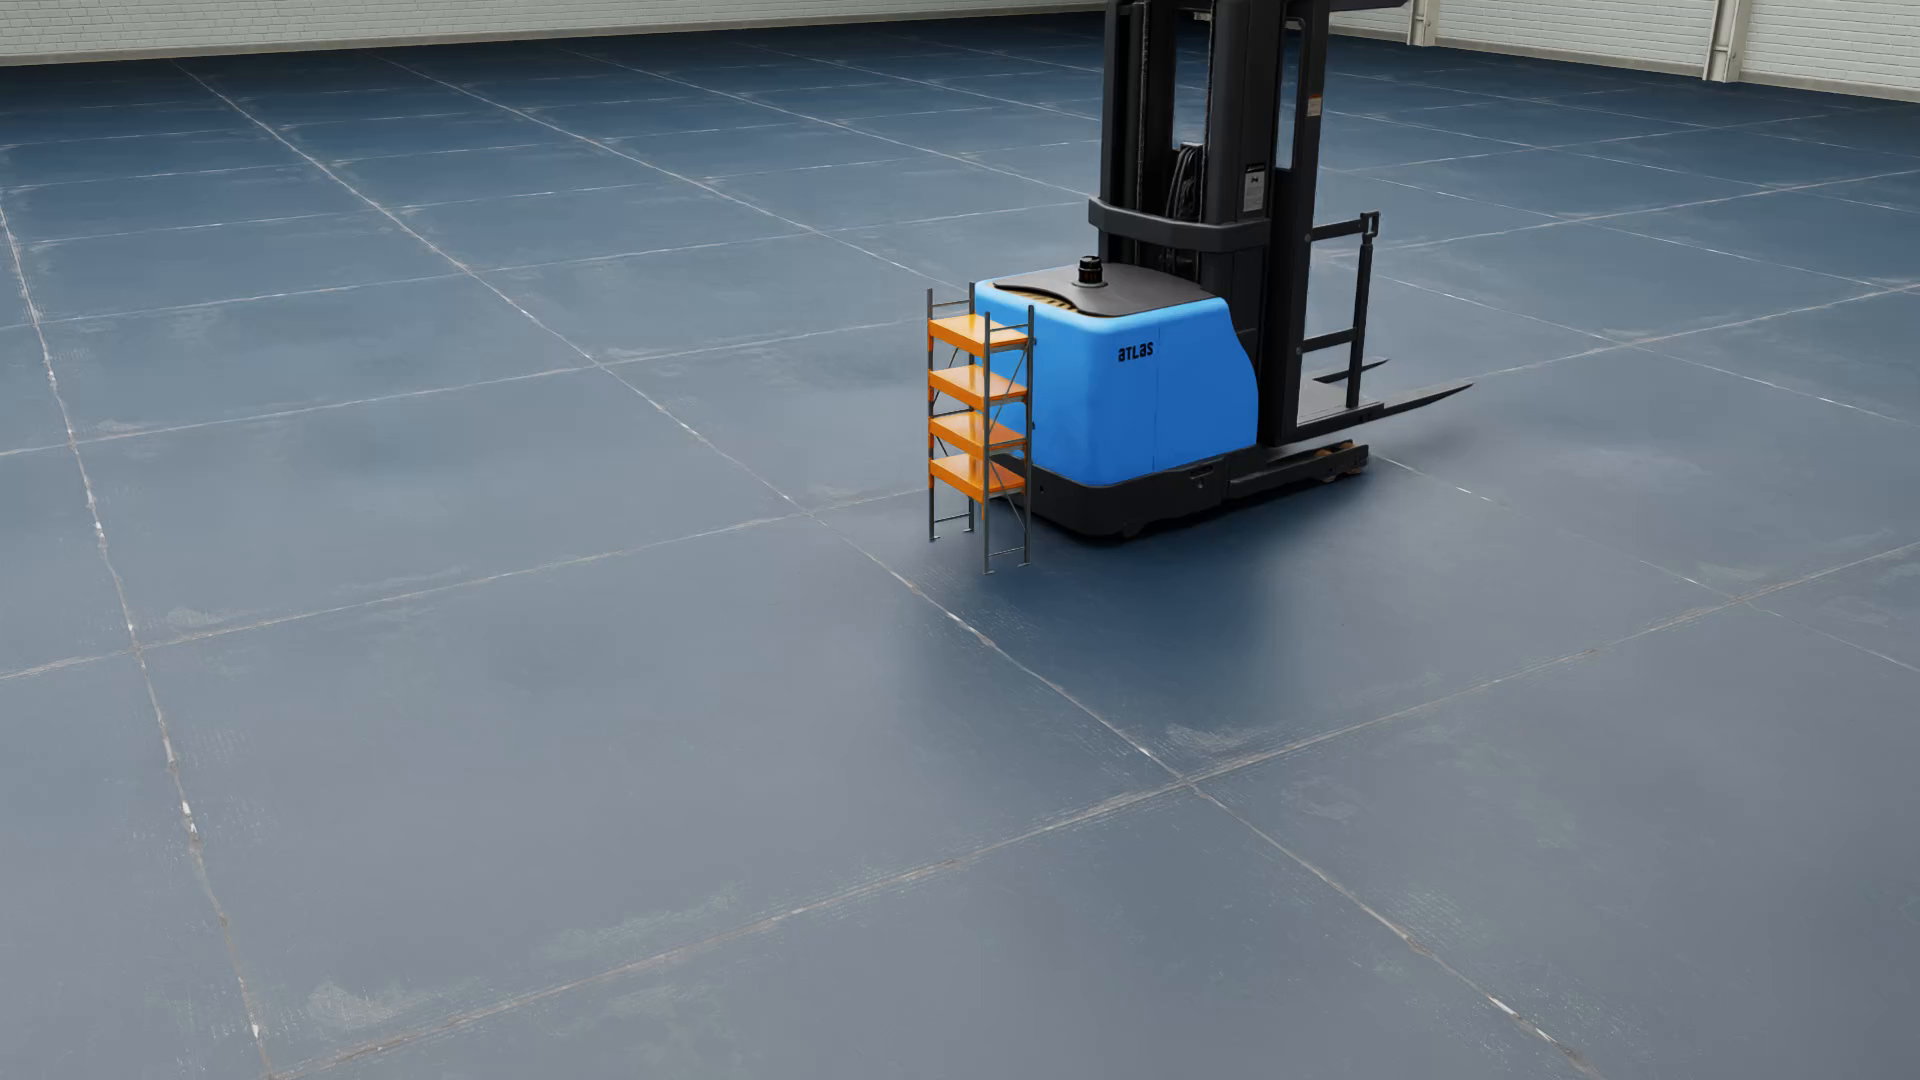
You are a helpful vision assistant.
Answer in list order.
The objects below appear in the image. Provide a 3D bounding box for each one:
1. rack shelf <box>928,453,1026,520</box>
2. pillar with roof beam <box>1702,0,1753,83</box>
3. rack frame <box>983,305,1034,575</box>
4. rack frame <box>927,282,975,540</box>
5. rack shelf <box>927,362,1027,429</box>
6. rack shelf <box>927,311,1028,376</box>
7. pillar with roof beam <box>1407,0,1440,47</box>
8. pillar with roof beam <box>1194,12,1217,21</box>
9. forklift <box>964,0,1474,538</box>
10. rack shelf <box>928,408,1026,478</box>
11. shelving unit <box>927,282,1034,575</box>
[{"bbox_3d":[0.085,-0.256,7.554,0.258,0.148,0.480,-13,25,-28],"label":"rack shelf"},{"bbox_3d":[7.452,-10.077,20.652,9.100,9.000,0.400,-13,25,-28],"label":"pillar with roof beam"},{"bbox_3d":[0.209,-0.423,7.259,0.240,1.200,0.015,-13,25,-28],"label":"rack frame"},{"bbox_3d":[-0.040,-0.581,7.648,0.240,1.200,0.015,-13,25,-28],"label":"rack frame"},{"bbox_3d":[0.085,-0.647,7.395,0.258,0.148,0.480,-13,25,-28],"label":"rack shelf"},{"bbox_3d":[0.085,-0.866,7.306,0.258,0.148,0.480,-13,25,-28],"label":"rack shelf"},{"bbox_3d":[4.387,-12.019,25.431,9.100,9.000,0.400,-13,25,-28],"label":"pillar with roof beam"},{"bbox_3d":[1.322,-13.961,30.209,9.100,9.000,0.400,-13,25,-28],"label":"pillar with roof beam"},{"bbox_3d":[1.501,-1.795,8.334,3.031,2.935,1.130,-16,27,-34],"label":"forklift"},{"bbox_3d":[0.085,-0.440,7.479,0.258,0.148,0.480,-13,25,-28],"label":"rack shelf"},{"bbox_3d":[0.085,-0.502,7.454,0.258,1.200,0.503,-13,25,-28],"label":"shelving unit"}]
